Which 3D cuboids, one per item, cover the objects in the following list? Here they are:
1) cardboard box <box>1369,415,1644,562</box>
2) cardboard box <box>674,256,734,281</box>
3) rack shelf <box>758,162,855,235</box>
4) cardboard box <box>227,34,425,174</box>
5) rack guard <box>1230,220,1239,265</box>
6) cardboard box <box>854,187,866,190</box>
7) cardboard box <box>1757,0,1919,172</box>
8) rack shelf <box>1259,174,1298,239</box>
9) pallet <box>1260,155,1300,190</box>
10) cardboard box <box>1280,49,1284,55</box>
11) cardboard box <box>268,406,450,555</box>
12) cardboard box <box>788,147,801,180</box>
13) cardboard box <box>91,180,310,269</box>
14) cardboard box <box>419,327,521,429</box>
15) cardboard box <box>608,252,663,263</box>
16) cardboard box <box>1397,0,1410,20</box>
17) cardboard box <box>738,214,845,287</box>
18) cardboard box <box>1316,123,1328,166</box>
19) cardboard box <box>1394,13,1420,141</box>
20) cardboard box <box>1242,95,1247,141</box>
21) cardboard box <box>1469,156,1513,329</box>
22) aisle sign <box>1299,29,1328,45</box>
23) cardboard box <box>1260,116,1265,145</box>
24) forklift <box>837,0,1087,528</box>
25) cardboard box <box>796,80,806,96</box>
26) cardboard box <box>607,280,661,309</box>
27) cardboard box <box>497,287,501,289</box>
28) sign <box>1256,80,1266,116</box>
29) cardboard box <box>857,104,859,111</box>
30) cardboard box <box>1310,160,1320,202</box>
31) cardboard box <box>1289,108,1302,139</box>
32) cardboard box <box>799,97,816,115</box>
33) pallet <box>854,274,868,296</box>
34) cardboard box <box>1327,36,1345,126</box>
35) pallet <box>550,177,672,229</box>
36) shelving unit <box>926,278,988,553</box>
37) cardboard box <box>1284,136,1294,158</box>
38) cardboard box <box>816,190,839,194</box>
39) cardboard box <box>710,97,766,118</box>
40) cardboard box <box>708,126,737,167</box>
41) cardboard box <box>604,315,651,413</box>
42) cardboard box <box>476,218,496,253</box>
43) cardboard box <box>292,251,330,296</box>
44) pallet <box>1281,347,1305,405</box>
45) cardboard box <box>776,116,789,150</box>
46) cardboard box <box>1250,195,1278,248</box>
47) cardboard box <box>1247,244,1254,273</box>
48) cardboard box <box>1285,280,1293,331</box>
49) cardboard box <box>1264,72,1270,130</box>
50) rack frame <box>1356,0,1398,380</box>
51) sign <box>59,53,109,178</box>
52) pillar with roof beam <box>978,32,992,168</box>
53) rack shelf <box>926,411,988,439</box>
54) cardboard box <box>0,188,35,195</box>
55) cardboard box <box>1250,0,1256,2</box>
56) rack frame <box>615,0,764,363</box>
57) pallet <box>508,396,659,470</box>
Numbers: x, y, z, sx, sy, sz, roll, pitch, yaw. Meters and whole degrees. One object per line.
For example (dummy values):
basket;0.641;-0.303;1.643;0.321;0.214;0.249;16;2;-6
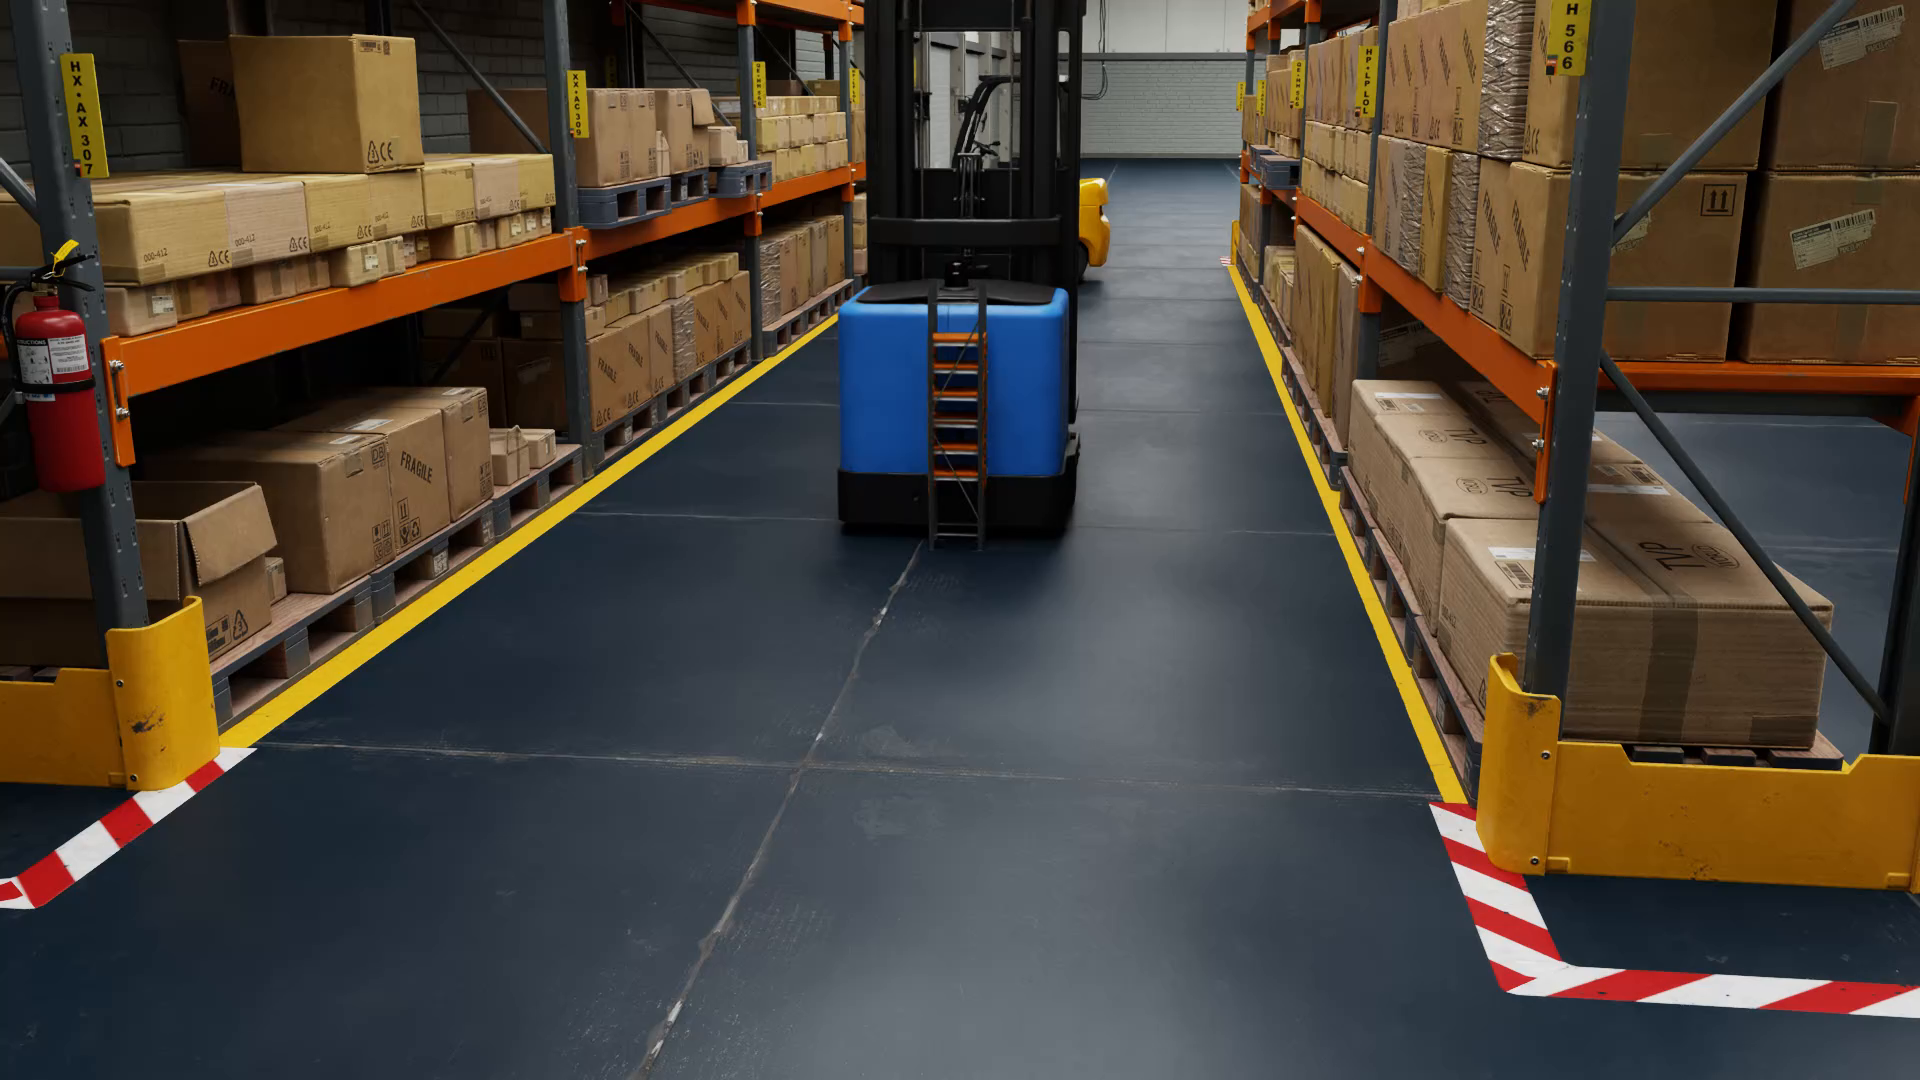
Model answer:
cardboard box;2.194;-0.211;6.802;0.875;0.438;0.875;1;15;5
cardboard box;-1.813;-1.922;11.765;0.380;0.149;0.250;1;15;3
rack shelf;-1.783;-2.992;14.357;1.077;0.370;4.000;2;15;6
cardboard box;-2.424;-1.677;6.399;0.500;0.500;0.500;2;15;8
rack guard;3.817;-3.523;19.735;1.175;0.500;0.348;2;15;6
cardboard box;-1.012;-3.729;18.256;0.500;0.250;0.500;1;15;5
cardboard box;2.358;-1.247;4.420;0.500;0.500;0.500;1;15;5
rack shelf;3.149;-2.846;13.820;1.077;0.370;4.000;2;15;6
pallet;2.898;-2.770;12.528;1.213;0.211;1.003;2;15;6
cardboard box;3.985;-5.285;18.785;0.700;0.500;0.500;1;15;5
cardboard box;-2.455;-0.252;6.831;0.500;0.500;0.500;2;15;7
cardboard box;-1.603;-3.120;13.740;0.500;0.250;0.500;1;15;4
cardboard box;-2.536;-1.057;5.542;0.500;0.250;0.500;2;15;7
cardboard box;-2.699;-0.915;9.283;0.500;0.500;0.500;2;15;6
cardboard box;-2.378;-2.003;12.066;0.380;0.149;0.250;2;15;9
cardboard box;2.178;-2.407;7.469;0.380;0.149;0.250;1;15;5
cardboard box;-1.606;-2.778;15.935;0.875;0.625;0.625;2;15;9
cardboard box;2.493;-2.457;10.331;0.500;0.250;0.500;2;15;6
cardboard box;2.114;-1.921;6.914;0.500;0.500;0.500;1;15;6
cardboard box;3.497;-4.827;19.005;0.500;0.500;0.500;1;15;5
cardboard box;1.884;-0.911;5.093;0.500;0.500;0.500;1;15;5
aisle sign;4.121;-6.012;19.170;0.394;0.787;0.004;2;15;6
cardboard box;3.178;-4.027;16.046;0.500;0.500;0.500;1;15;5
forklift;0.089;-1.804;8.720;1.130;2.935;3.031;1;15;5
cardboard box;-1.752;-4.518;16.620;0.380;0.149;0.250;1;15;5
cardboard box;-2.071;-1.518;10.270;0.380;0.149;0.250;2;15;8
cardboard box;-2.575;-1.465;10.073;0.380;0.149;0.250;2;15;8
sign;2.835;-4.144;15.583;0.100;0.325;0.005;2;15;6
cardboard box;-1.231;-4.430;16.863;0.380;0.149;0.250;2;15;6
cardboard box;2.578;-2.349;10.891;0.500;0.250;0.500;1;15;5
cardboard box;2.698;-3.196;12.168;0.500;0.500;0.500;1;15;5
cardboard box;-1.443;-3.721;14.241;0.380;0.149;0.250;1;15;5
pallet;-1.426;-2.717;17.304;1.003;0.211;1.213;2;15;6
cardboard box;2.444;-2.692;9.763;0.500;0.500;0.500;2;15;7
pallet;-2.262;-1.894;9.288;1.003;0.211;1.213;2;15;6
shelving unit;-0.011;-0.548;7.392;0.258;1.200;0.189;1;15;5
cardboard box;2.669;-2.987;12.638;0.380;0.149;0.250;2;15;6
cardboard box;-1.582;-3.612;17.820;0.500;0.250;0.500;2;15;7
cardboard box;-1.681;-3.256;12.521;0.380;0.149;0.250;2;15;8
cardboard box;-1.807;-2.667;11.263;0.500;0.250;0.500;1;15;4
cardboard box;-2.132;-1.036;9.731;0.500;0.500;0.500;1;15;6
cardboard box;-2.315;-1.368;7.455;0.380;0.149;0.250;2;15;8
cardboard box;-2.511;-0.970;5.986;0.380;0.149;0.250;2;15;7
pallet;2.759;-1.127;11.424;1.003;0.211;1.213;2;15;6
cardboard box;-1.659;-3.227;13.178;0.500;0.250;0.500;2;15;8
cardboard box;3.230;-3.243;16.936;0.500;0.500;0.500;2;15;7
cardboard box;3.224;-2.887;17.057;0.500;0.250;0.500;1;15;5
cardboard box;2.997;-1.755;12.637;0.950;0.372;0.625;1;15;2
cardboard box;3.037;-3.994;15.119;0.500;0.500;0.500;2;15;8
rack frame;2.472;-1.637;7.971;1.000;3.000;0.127;2;15;6
sign;-2.373;-1.147;4.500;0.100;0.325;0.005;2;15;6
pillar with roof beam;4.905;-13.735;41.217;9.100;9.000;0.400;2;15;6
rack shelf;-0.011;-0.506;7.403;0.258;0.103;0.180;1;15;5
cardboard box;-3.124;-0.944;5.123;0.500;0.250;0.500;2;15;8
cardboard box;3.438;-6.016;18.135;0.500;0.250;0.500;1;15;5
rack frame;-2.009;-2.820;12.345;1.000;3.000;0.127;2;15;6
pallet;-2.406;-0.649;9.657;1.003;0.211;1.213;2;15;6
